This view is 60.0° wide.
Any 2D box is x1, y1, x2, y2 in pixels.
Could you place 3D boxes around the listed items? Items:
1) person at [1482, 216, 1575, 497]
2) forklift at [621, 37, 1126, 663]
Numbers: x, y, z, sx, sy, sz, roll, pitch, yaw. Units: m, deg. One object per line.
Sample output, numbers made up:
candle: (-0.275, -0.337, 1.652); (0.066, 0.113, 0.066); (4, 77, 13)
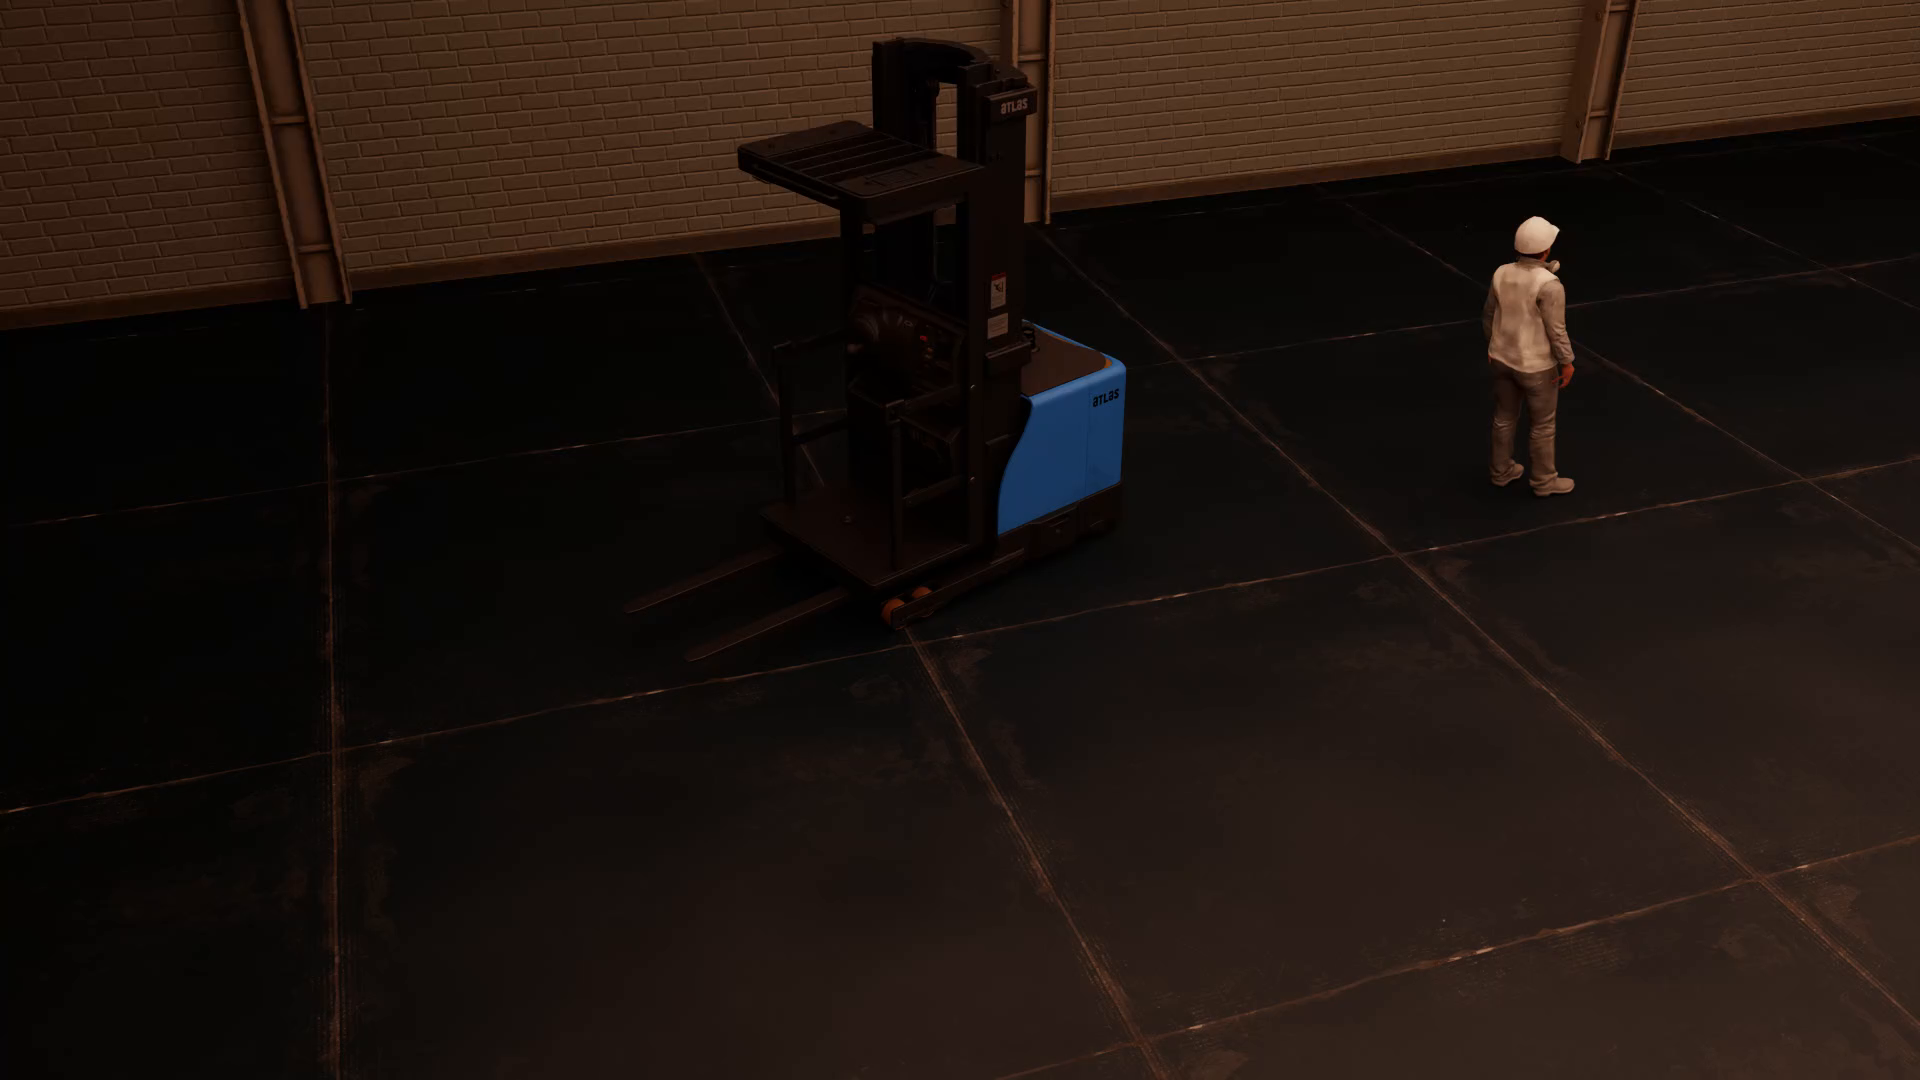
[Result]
person: (3.521, -1.139, 10.212); (0.569, 1.773, 0.632); (-18, 35, -29)
forklift: (-0.461, -1.072, 8.951); (3.031, 2.935, 1.130); (-23, 37, -34)
